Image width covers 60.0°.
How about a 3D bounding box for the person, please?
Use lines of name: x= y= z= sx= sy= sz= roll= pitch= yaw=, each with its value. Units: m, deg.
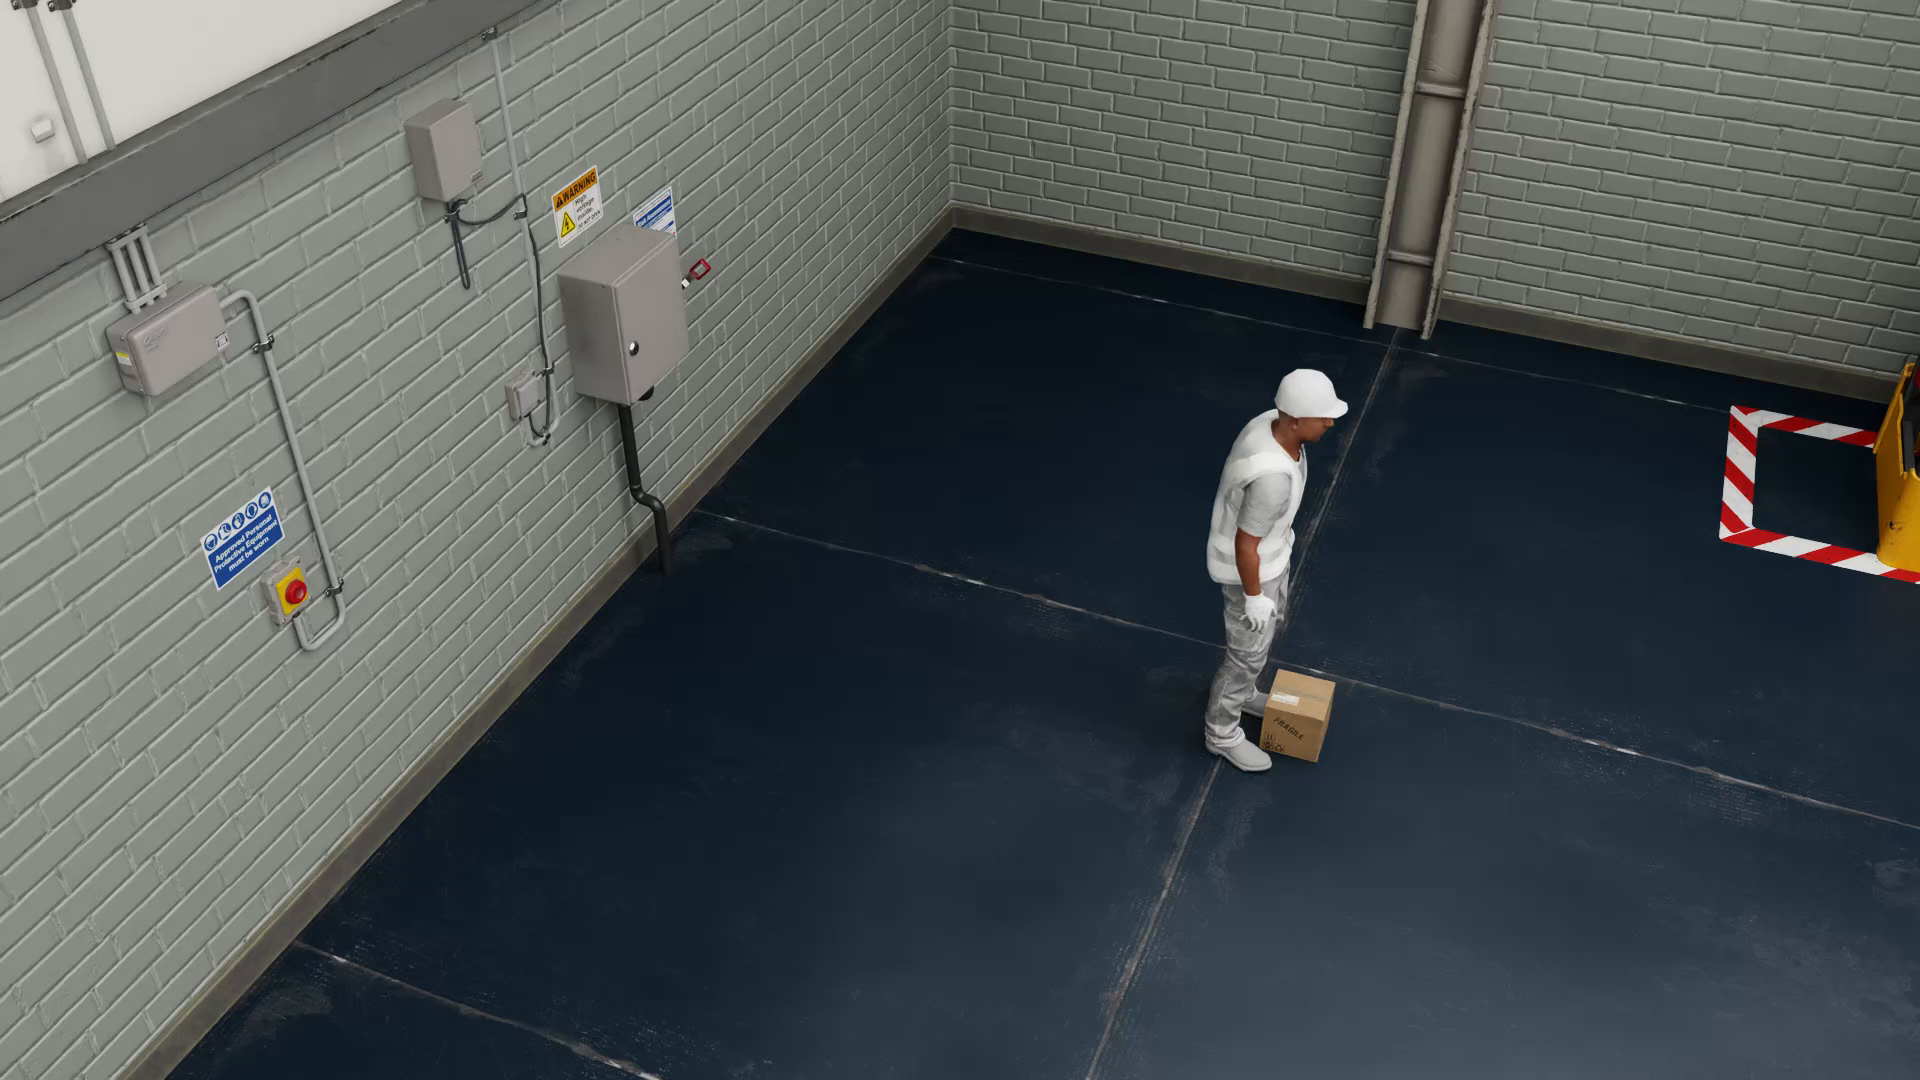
person: x=1.223 y=0.090 z=6.693 sx=0.451 sy=1.773 sz=0.625 roll=12 pitch=39 yaw=15
